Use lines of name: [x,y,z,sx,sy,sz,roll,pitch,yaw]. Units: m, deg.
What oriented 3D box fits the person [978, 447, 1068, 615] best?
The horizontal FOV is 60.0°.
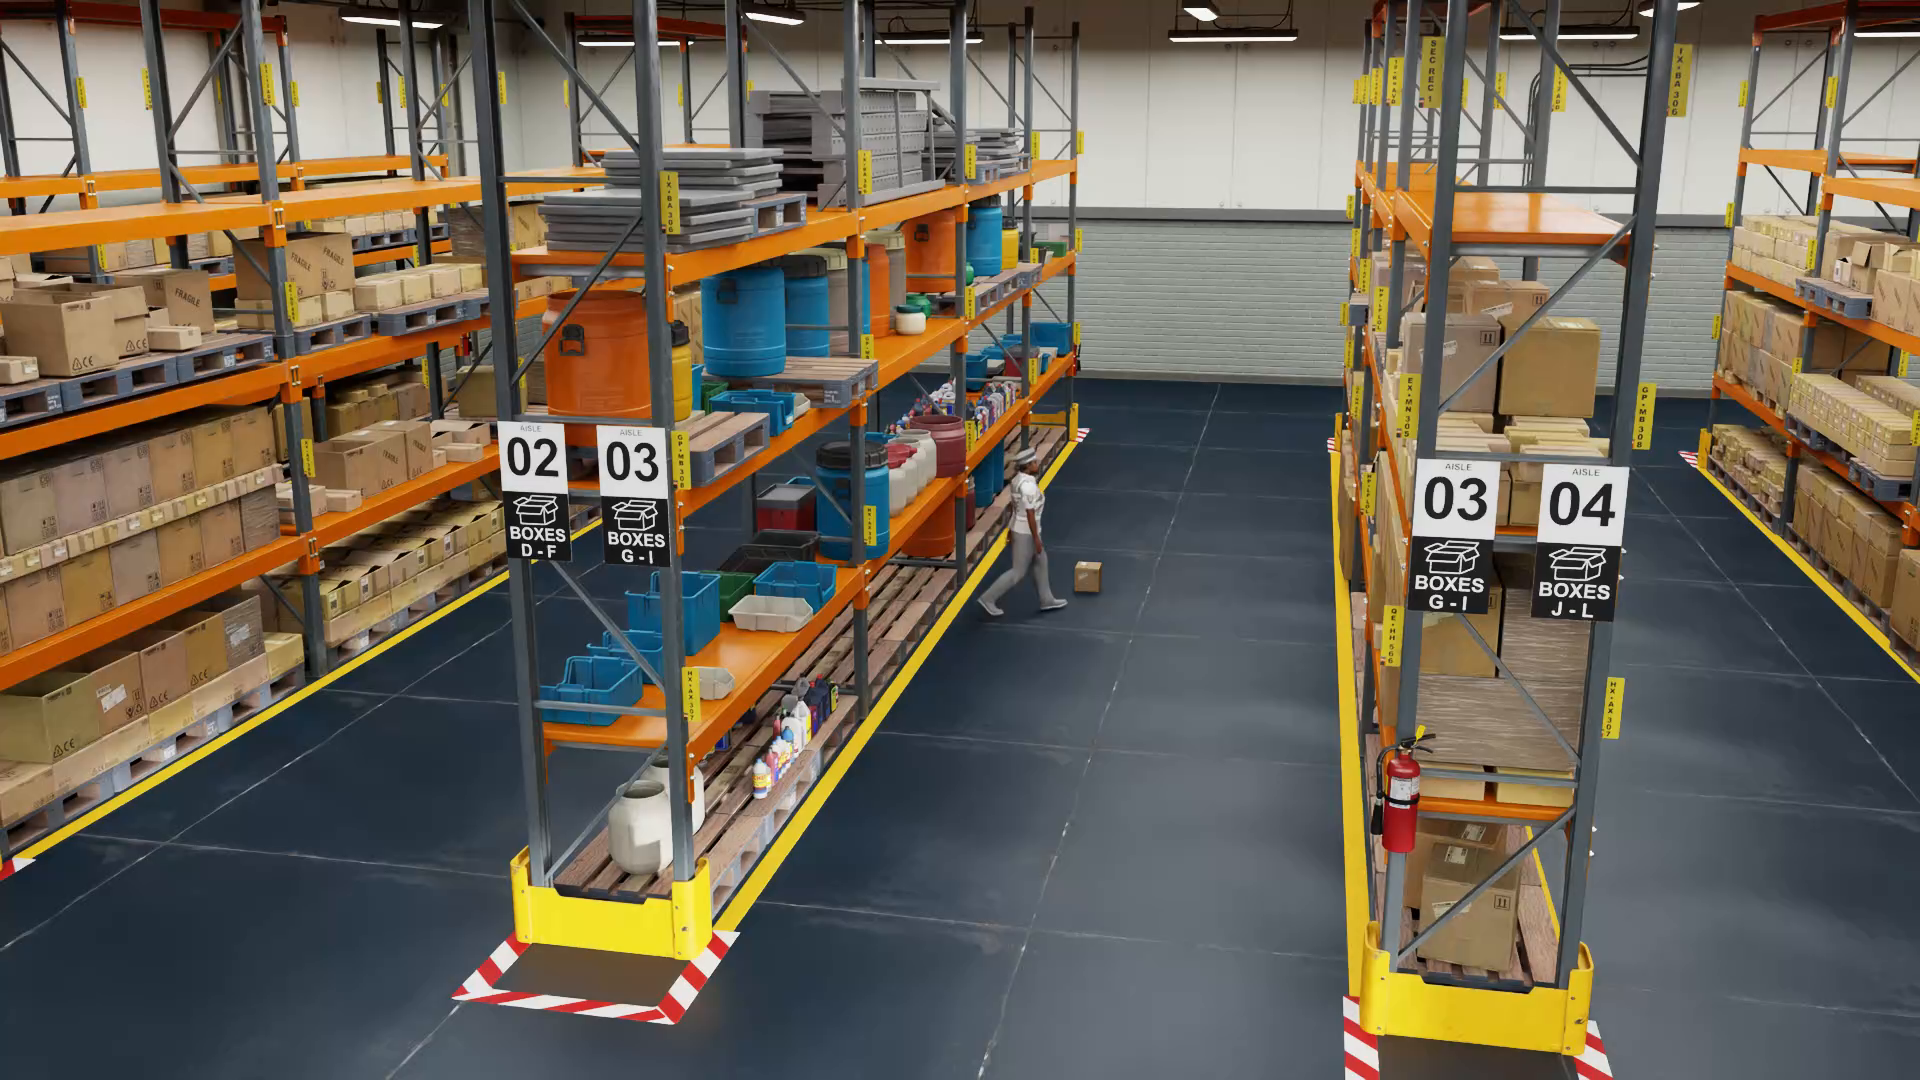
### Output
person: [0.623,-0.092,16.303,0.941,1.648,0.542,-2,15,-9]
